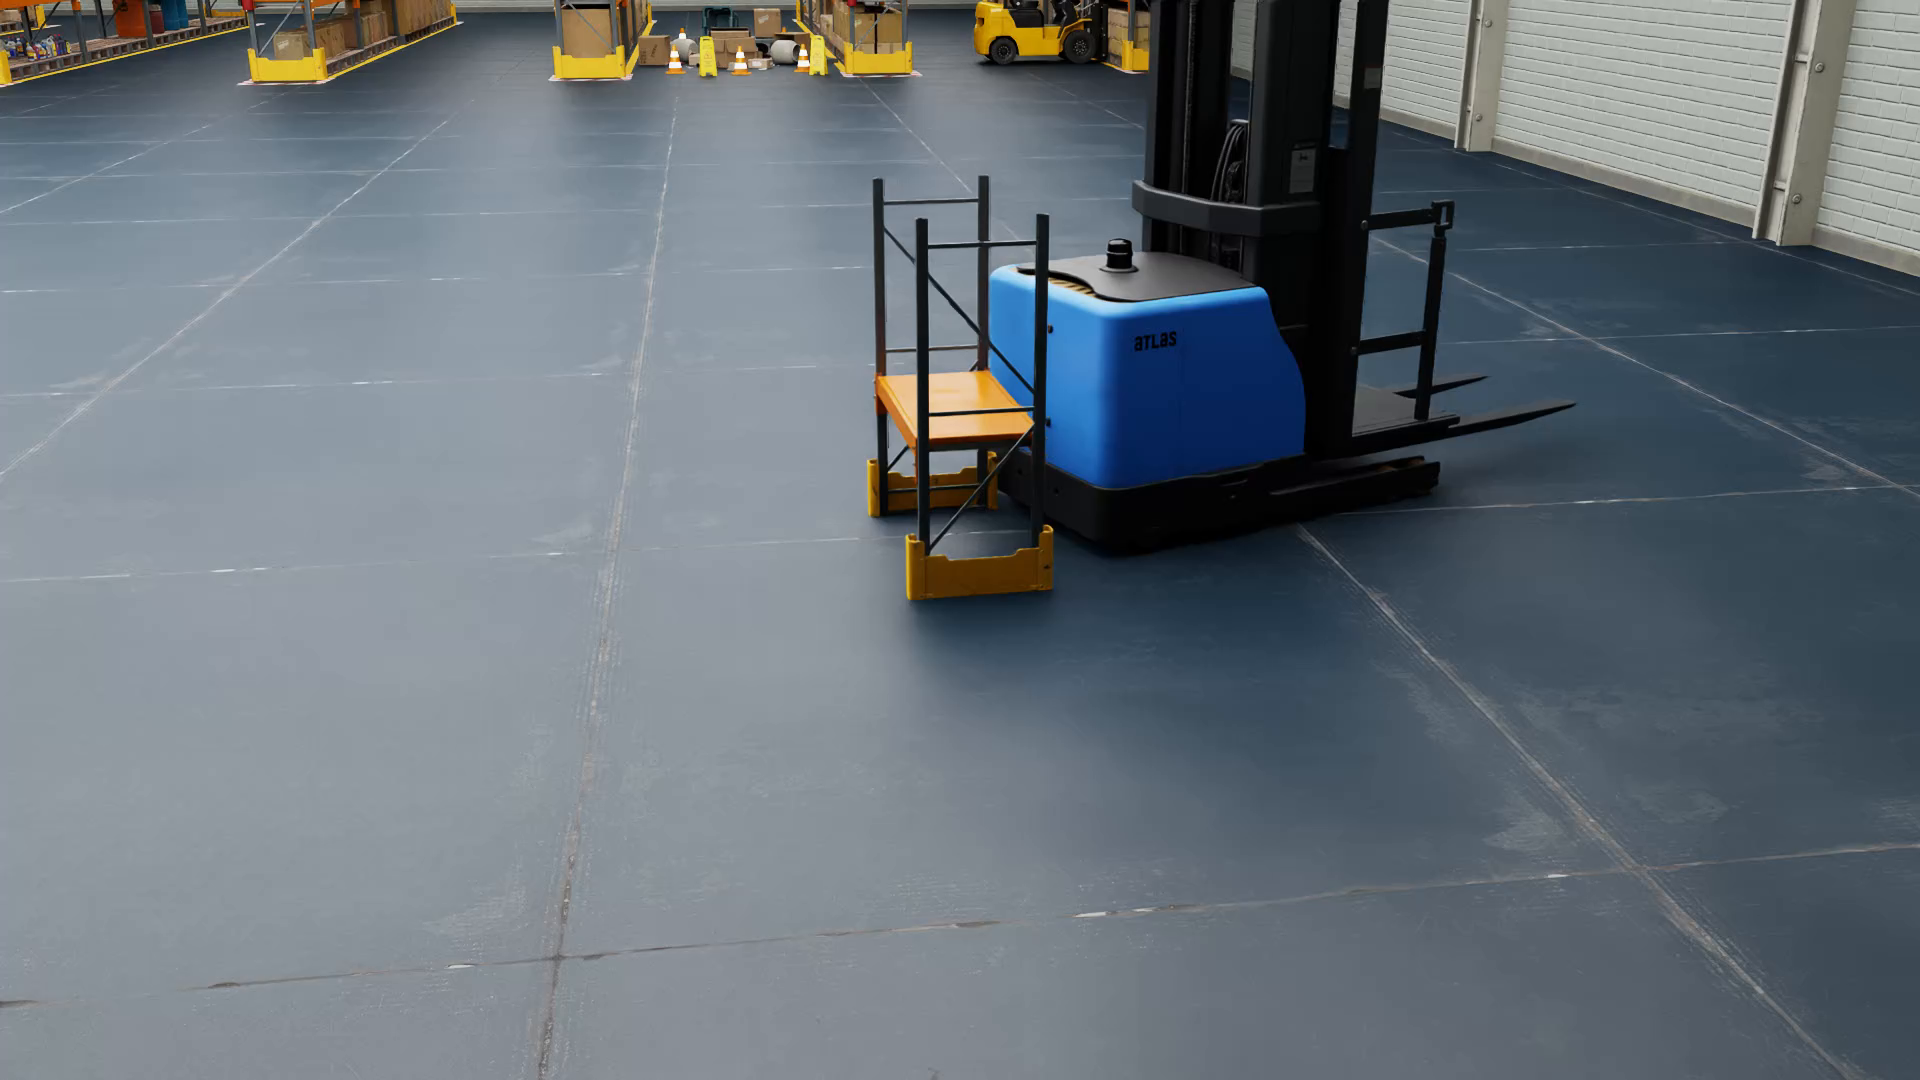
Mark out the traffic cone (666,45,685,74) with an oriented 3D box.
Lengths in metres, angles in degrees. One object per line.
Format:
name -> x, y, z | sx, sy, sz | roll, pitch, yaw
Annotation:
traffic cone -> -4.973, -8.383, 29.000 | 0.336, 0.463, 0.334 | -3, 21, -8

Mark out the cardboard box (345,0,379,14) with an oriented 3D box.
cardboard box -> -12.164, -10.844, 33.834 | 0.500, 0.250, 0.500 | -1, 20, -2

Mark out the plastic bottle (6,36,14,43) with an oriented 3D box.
plastic bottle -> -16.969, -8.835, 29.742 | 0.144, 0.351, 0.185 | -4, 21, -10

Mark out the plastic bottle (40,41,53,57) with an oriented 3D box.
plastic bottle -> -16.230, -8.723, 29.548 | 0.152, 0.276, 0.135 | -3, 21, -7

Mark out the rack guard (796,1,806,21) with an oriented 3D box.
rack guard -> -3.727, -13.978, 43.926 | 1.175, 0.500, 0.348 | -3, 21, -8

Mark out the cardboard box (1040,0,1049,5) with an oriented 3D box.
cardboard box -> 2.019, -12.110, 37.398 | 0.380, 0.149, 0.250 | -4, 21, -10

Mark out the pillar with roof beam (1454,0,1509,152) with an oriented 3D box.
pillar with roof beam -> 1.755, -8.577, 17.320 | 9.100, 9.000, 0.400 | -3, 21, -8

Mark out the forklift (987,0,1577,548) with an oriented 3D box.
forklift -> 1.655, -1.698, 7.572 | 3.031, 2.935, 1.130 | -11, 23, -28

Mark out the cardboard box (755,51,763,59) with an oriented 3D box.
cardboard box -> -4.000, -9.315, 31.776 | 0.396, 0.266, 0.258 | 17, 27, 39

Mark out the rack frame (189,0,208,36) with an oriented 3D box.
rack frame -> -17.855, -13.006, 37.751 | 1.000, 3.000, 0.127 | -3, 21, -8

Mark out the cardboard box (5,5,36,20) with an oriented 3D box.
cardboard box -> -23.012, -13.002, 40.683 | 0.500, 0.500, 0.500 | -3, 21, -8

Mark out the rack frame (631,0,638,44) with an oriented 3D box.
rack frame -> -7.454, -12.086, 35.288 | 1.000, 3.000, 0.127 | -3, 21, -8

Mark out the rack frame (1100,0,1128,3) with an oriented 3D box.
rack frame -> 2.917, -11.237, 33.016 | 1.000, 3.000, 0.127 | -3, 21, -8

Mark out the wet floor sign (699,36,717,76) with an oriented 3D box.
wet floor sign -> -4.338, -8.303, 28.525 | 0.267, 0.644, 0.232 | -7, 21, -17

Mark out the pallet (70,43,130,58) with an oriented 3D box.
pallet -> -17.033, -9.623, 32.679 | 1.003, 0.211, 1.213 | -3, 21, -8

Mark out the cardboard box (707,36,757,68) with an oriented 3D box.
cardboard box -> -4.176, -8.912, 30.357 | 0.637, 0.503, 0.797 | 17, 27, 39

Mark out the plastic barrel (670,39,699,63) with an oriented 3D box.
plastic barrel -> -5.196, -9.179, 31.186 | 0.512, 0.421, 0.421 | 12, 24, 30

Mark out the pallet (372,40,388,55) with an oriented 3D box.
pallet -> -12.093, -9.872, 33.347 | 1.003, 0.211, 1.213 | -3, 21, -8

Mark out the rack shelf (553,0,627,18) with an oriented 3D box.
rack shelf -> -6.589, -9.672, 29.852 | 1.077, 0.370, 4.000 | -3, 21, -8

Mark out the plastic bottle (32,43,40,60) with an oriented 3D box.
plastic bottle -> -16.093, -8.507, 28.961 | 0.061, 0.283, 0.133 | -3, 21, -7

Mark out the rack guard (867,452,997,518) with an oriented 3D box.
rack guard -> -0.123, -0.251, 7.530 | 0.587, 0.250, 0.087 | -4, 21, -11

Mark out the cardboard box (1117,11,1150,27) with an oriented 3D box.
cardboard box -> 3.119, -9.373, 29.925 | 0.500, 0.250, 0.500 | -2, 21, -6

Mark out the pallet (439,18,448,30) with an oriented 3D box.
pallet -> -13.165, -12.640, 40.757 | 1.003, 0.211, 1.213 | -3, 21, -8

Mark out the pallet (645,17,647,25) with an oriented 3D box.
pallet -> -8.515, -13.240, 42.364 | 1.003, 0.211, 1.213 | -3, 21, -8

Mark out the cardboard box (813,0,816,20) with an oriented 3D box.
cardboard box -> -3.132, -12.975, 40.730 | 0.875, 0.438, 0.875 | -3, 21, -9

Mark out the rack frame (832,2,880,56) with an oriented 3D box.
rack frame -> -1.994, -10.986, 32.342 | 1.000, 3.000, 0.127 | -3, 21, -8

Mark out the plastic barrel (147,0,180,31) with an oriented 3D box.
plastic barrel -> -17.691, -11.785, 36.882 | 0.600, 0.901, 0.708 | -3, 21, -8

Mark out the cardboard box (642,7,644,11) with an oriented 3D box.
cardboard box -> -7.989, -13.059, 40.943 | 0.380, 0.149, 0.250 | -3, 21, -8

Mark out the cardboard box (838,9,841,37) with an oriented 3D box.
cardboard box -> -2.014, -9.663, 31.060 | 0.500, 0.500, 0.500 | -2, 21, -5

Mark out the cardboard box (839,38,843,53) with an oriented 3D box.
cardboard box -> -1.948, -9.136, 30.721 | 0.500, 0.250, 0.500 | -4, 21, -10

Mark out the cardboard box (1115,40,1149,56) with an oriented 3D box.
cardboard box -> 3.114, -8.908, 30.109 | 0.500, 0.250, 0.500 | -3, 21, -7

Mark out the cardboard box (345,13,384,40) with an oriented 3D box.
cardboard box -> -12.168, -10.483, 33.942 | 0.700, 0.500, 0.500 | -5, 21, -12

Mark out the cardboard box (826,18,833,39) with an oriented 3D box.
cardboard box -> -2.281, -10.622, 34.525 | 0.950, 0.372, 0.625 | -2, 21, -6

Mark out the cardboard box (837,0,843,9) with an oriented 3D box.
cardboard box -> -2.100, -10.014, 31.072 | 0.380, 0.149, 0.250 | -2, 21, -5

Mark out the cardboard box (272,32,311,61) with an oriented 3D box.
cardboard box -> -11.297, -8.344, 28.241 | 0.500, 0.500, 0.500 | 1, 20, 2

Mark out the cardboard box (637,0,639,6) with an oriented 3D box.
cardboard box -> -7.446, -12.061, 37.123 | 0.500, 0.250, 0.500 | -3, 21, -7

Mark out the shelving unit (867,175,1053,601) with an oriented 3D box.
shelving unit -> -0.022, -0.666, 6.855 | 0.587, 1.500, 1.083 | -4, 21, -11

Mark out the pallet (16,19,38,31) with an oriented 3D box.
pallet -> -23.207, -12.534, 40.472 | 1.003, 0.211, 1.213 | -3, 21, -8

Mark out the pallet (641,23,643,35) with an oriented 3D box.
pallet -> -7.917, -11.895, 38.763 | 1.003, 0.211, 1.213 | -3, 21, -8

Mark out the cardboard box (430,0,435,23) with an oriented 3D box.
cardboard box -> -12.970, -12.690, 39.341 | 0.875, 0.875, 0.875 | -3, 21, -8

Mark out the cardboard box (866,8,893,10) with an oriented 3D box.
cardboard box -> -1.493, -9.702, 31.162 | 0.500, 0.500, 0.500 | -2, 21, -5

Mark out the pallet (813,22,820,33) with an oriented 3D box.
pallet -> -2.961, -12.186, 39.541 | 1.003, 0.211, 1.213 | -3, 21, -8

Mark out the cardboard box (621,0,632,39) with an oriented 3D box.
cardboard box -> -7.326, -10.711, 34.222 | 1.050, 0.750, 0.750 | -3, 21, -7

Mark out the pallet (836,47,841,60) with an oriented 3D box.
pallet -> -1.862, -9.449, 32.212 | 1.003, 0.211, 1.213 | -3, 21, -8

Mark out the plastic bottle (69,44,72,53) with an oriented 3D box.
plastic bottle -> -16.341, -9.021, 30.454 | 0.097, 0.201, 0.097 | 0, 20, 0
